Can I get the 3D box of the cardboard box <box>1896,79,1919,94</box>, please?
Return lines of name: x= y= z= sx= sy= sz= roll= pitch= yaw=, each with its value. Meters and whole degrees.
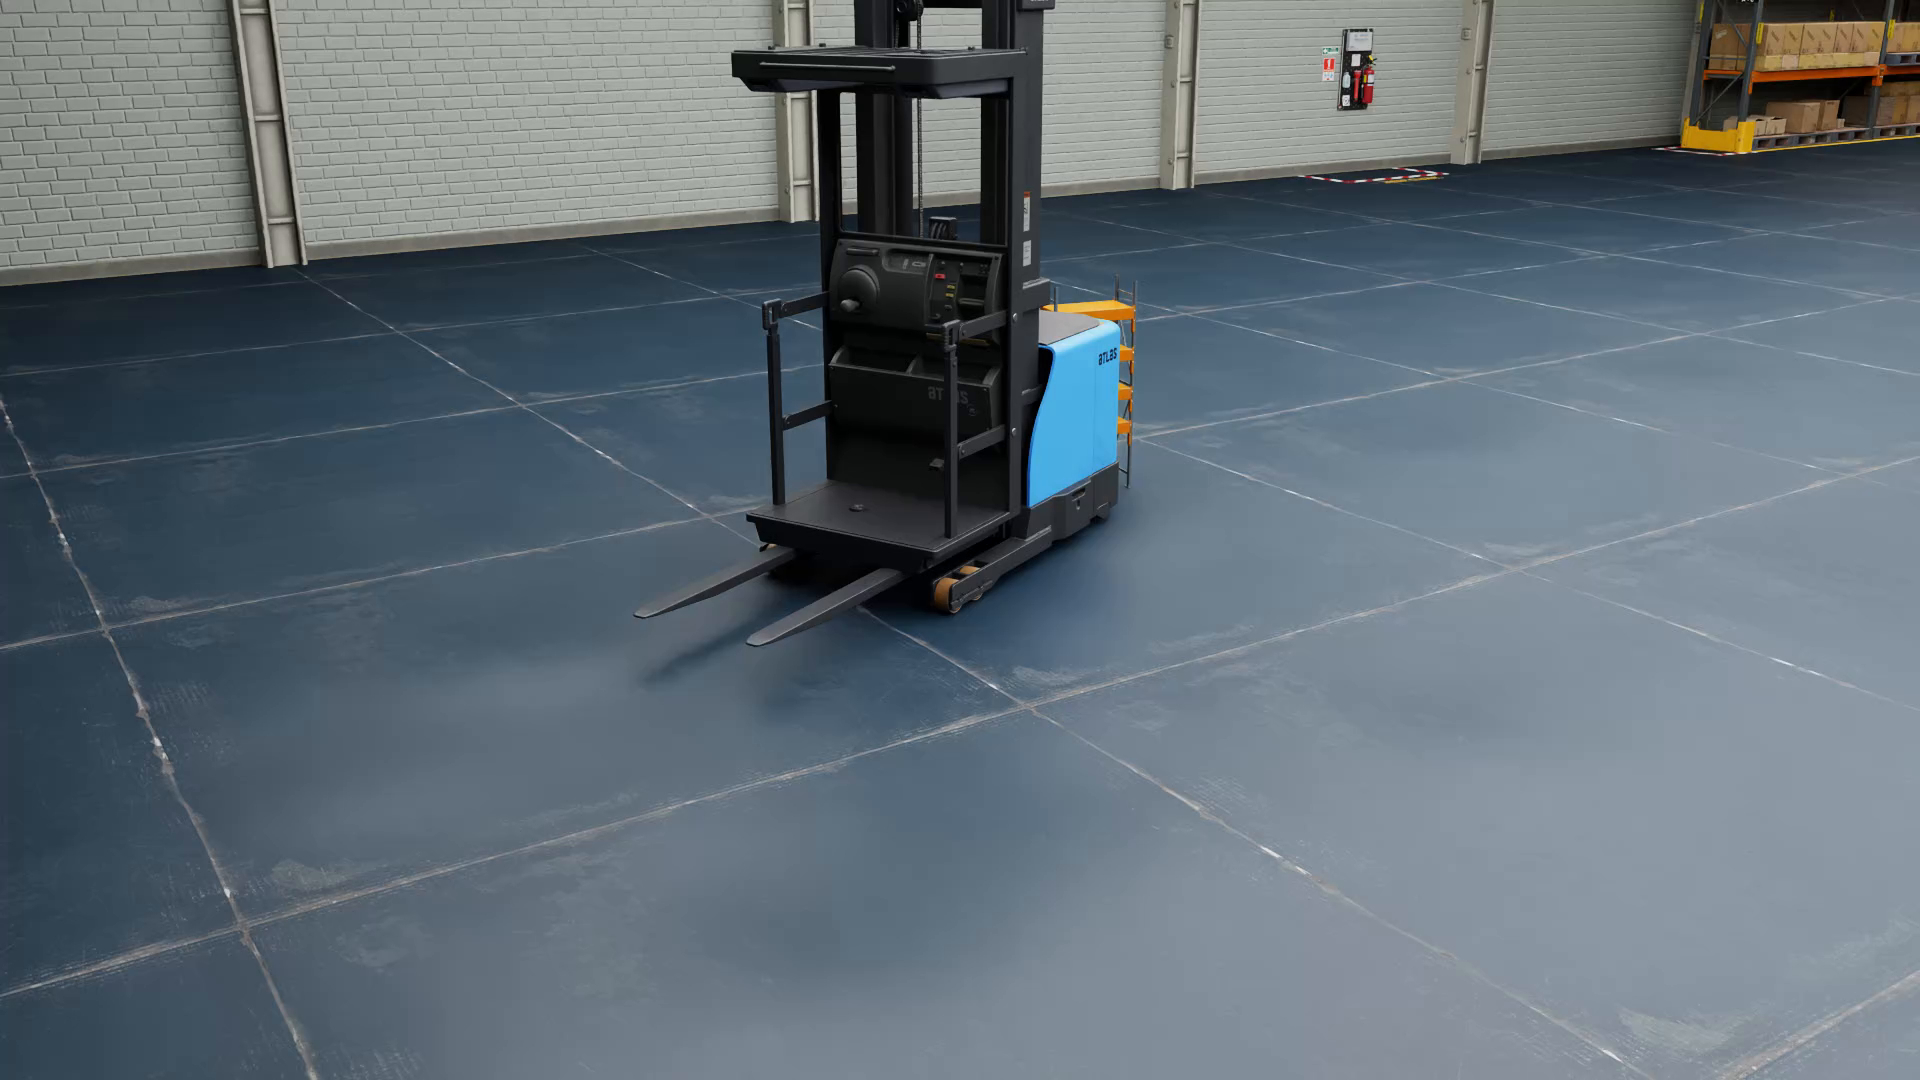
cardboard box: x=18.132 y=-8.615 z=31.588 sx=0.500 sy=0.250 sz=0.500 roll=-12 pitch=22 yaw=-32

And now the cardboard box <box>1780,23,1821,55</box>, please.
cardboard box: x=14.378 y=-8.614 z=28.572 sx=0.500 sy=0.500 sz=0.500 roll=-13 pitch=22 yaw=-33

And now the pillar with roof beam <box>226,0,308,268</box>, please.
pillar with roof beam: x=-4.607 y=-5.960 z=12.324 sx=0.400 sy=9.000 sz=9.100 roll=-12 pitch=22 yaw=-31

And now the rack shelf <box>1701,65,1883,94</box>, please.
rack shelf: x=14.631 y=-8.154 z=29.303 sx=4.000 sy=0.370 sz=1.077 roll=-12 pitch=22 yaw=-31

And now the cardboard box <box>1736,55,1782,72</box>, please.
cardboard box: x=13.543 y=-8.082 z=28.170 sx=0.500 sy=0.250 sz=0.500 roll=-13 pitch=22 yaw=-33

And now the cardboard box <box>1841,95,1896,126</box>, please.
cardboard box: x=16.907 y=-8.005 z=30.957 sx=0.500 sy=0.500 sz=0.700 roll=-11 pitch=22 yaw=-30

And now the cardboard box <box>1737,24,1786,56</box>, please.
cardboard box: x=13.525 y=-8.440 z=28.058 sx=0.500 sy=0.500 sz=0.500 roll=-12 pitch=22 yaw=-31

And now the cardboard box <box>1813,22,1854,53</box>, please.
cardboard box: x=15.236 y=-8.799 z=29.122 sx=0.500 sy=0.500 sz=0.500 roll=-13 pitch=22 yaw=-33

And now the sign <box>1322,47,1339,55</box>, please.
sign: x=5.464 y=-7.212 z=24.510 sx=0.331 sy=0.109 sz=0.001 roll=-12 pitch=22 yaw=-31

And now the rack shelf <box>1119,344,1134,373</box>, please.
rack shelf: x=0.710 y=-1.022 z=9.405 sx=0.480 sy=0.148 sz=0.258 roll=-7 pitch=20 yaw=-21

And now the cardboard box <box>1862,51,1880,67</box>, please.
cardboard box: x=16.073 y=-8.621 z=29.764 sx=0.500 sy=0.250 sz=0.500 roll=-12 pitch=22 yaw=-31

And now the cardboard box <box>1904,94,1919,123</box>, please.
cardboard box: x=17.759 y=-8.189 z=31.500 sx=0.500 sy=0.500 sz=0.700 roll=-12 pitch=22 yaw=-31

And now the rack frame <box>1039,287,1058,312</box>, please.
rack frame: x=0.484 y=-0.844 z=9.368 sx=0.015 sy=1.200 sz=0.240 roll=-7 pitch=20 yaw=-21

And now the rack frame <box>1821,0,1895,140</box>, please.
rack frame: x=16.301 y=-8.847 z=30.230 sx=0.127 sy=3.000 sz=1.000 roll=-12 pitch=22 yaw=-31

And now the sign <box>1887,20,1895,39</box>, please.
sign: x=16.606 y=-9.113 z=29.666 sx=0.005 sy=0.325 sz=0.100 roll=-12 pitch=22 yaw=-31

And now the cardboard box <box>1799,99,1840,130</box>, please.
cardboard box: x=15.457 y=-7.678 z=29.988 sx=0.500 sy=0.500 sz=0.500 roll=-14 pitch=23 yaw=-35

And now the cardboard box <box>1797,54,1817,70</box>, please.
cardboard box: x=14.397 y=-8.265 z=28.713 sx=0.500 sy=0.250 sz=0.500 roll=-12 pitch=22 yaw=-32

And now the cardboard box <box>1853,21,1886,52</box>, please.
cardboard box: x=16.077 y=-8.975 z=29.640 sx=0.500 sy=0.500 sz=0.500 roll=-12 pitch=22 yaw=-32

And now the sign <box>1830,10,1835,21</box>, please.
sign: x=15.993 y=-9.543 z=30.482 sx=0.005 sy=0.325 sz=0.100 roll=-12 pitch=22 yaw=-31

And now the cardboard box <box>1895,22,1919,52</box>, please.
cardboard box: x=17.216 y=-9.280 z=30.667 sx=0.500 sy=0.500 sz=0.700 roll=-9 pitch=21 yaw=-26

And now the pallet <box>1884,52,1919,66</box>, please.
pallet: x=17.020 y=-8.852 z=30.544 sx=1.213 sy=0.211 sz=1.003 roll=-12 pitch=22 yaw=-31

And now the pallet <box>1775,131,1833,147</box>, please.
pallet: x=14.740 y=-7.182 z=29.659 sx=1.213 sy=0.211 sz=1.003 roll=-12 pitch=22 yaw=-31

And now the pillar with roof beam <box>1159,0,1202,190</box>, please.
pillar with roof beam: x=5.415 y=-8.074 z=18.576 sx=0.400 sy=9.000 sz=9.100 roll=-12 pitch=22 yaw=-31

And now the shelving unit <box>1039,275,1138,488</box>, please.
shelving unit: x=0.710 y=-0.873 z=9.455 sx=0.503 sy=1.200 sz=0.258 roll=-7 pitch=20 yaw=-21

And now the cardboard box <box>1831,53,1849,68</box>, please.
cardboard box: x=15.240 y=-8.443 z=29.237 sx=0.500 sy=0.250 sz=0.500 roll=-12 pitch=22 yaw=-32

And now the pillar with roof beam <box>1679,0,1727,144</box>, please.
pillar with roof beam: x=15.437 y=-10.188 z=24.828 sx=0.400 sy=9.000 sz=9.100 roll=-12 pitch=22 yaw=-31

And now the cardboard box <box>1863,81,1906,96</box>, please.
cardboard box: x=17.273 y=-8.439 z=31.069 sx=0.500 sy=0.250 sz=0.500 roll=-12 pitch=22 yaw=-33

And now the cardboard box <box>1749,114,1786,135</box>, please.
cardboard box: x=14.064 y=-7.275 z=29.093 sx=0.500 sy=0.311 sz=0.500 roll=-10 pitch=21 yaw=-27

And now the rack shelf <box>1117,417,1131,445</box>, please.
rack shelf: x=0.710 y=-0.622 z=9.540 sx=0.480 sy=0.148 sz=0.258 roll=-7 pitch=20 yaw=-21

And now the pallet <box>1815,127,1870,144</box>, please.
pallet: x=15.760 y=-7.398 z=30.299 sx=1.213 sy=0.211 sz=1.003 roll=-12 pitch=22 yaw=-31

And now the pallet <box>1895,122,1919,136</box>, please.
pallet: x=17.971 y=-7.880 z=31.723 sx=1.213 sy=0.211 sz=1.003 roll=-12 pitch=22 yaw=-31

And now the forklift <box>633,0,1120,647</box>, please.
forklift: x=-0.327 y=-1.216 z=7.765 sx=1.130 sy=2.935 sz=3.031 roll=11 pitch=22 yaw=29

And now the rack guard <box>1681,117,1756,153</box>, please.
rack guard: x=13.024 y=-6.972 z=28.586 sx=0.348 sy=0.500 sz=1.175 roll=-12 pitch=22 yaw=-31
